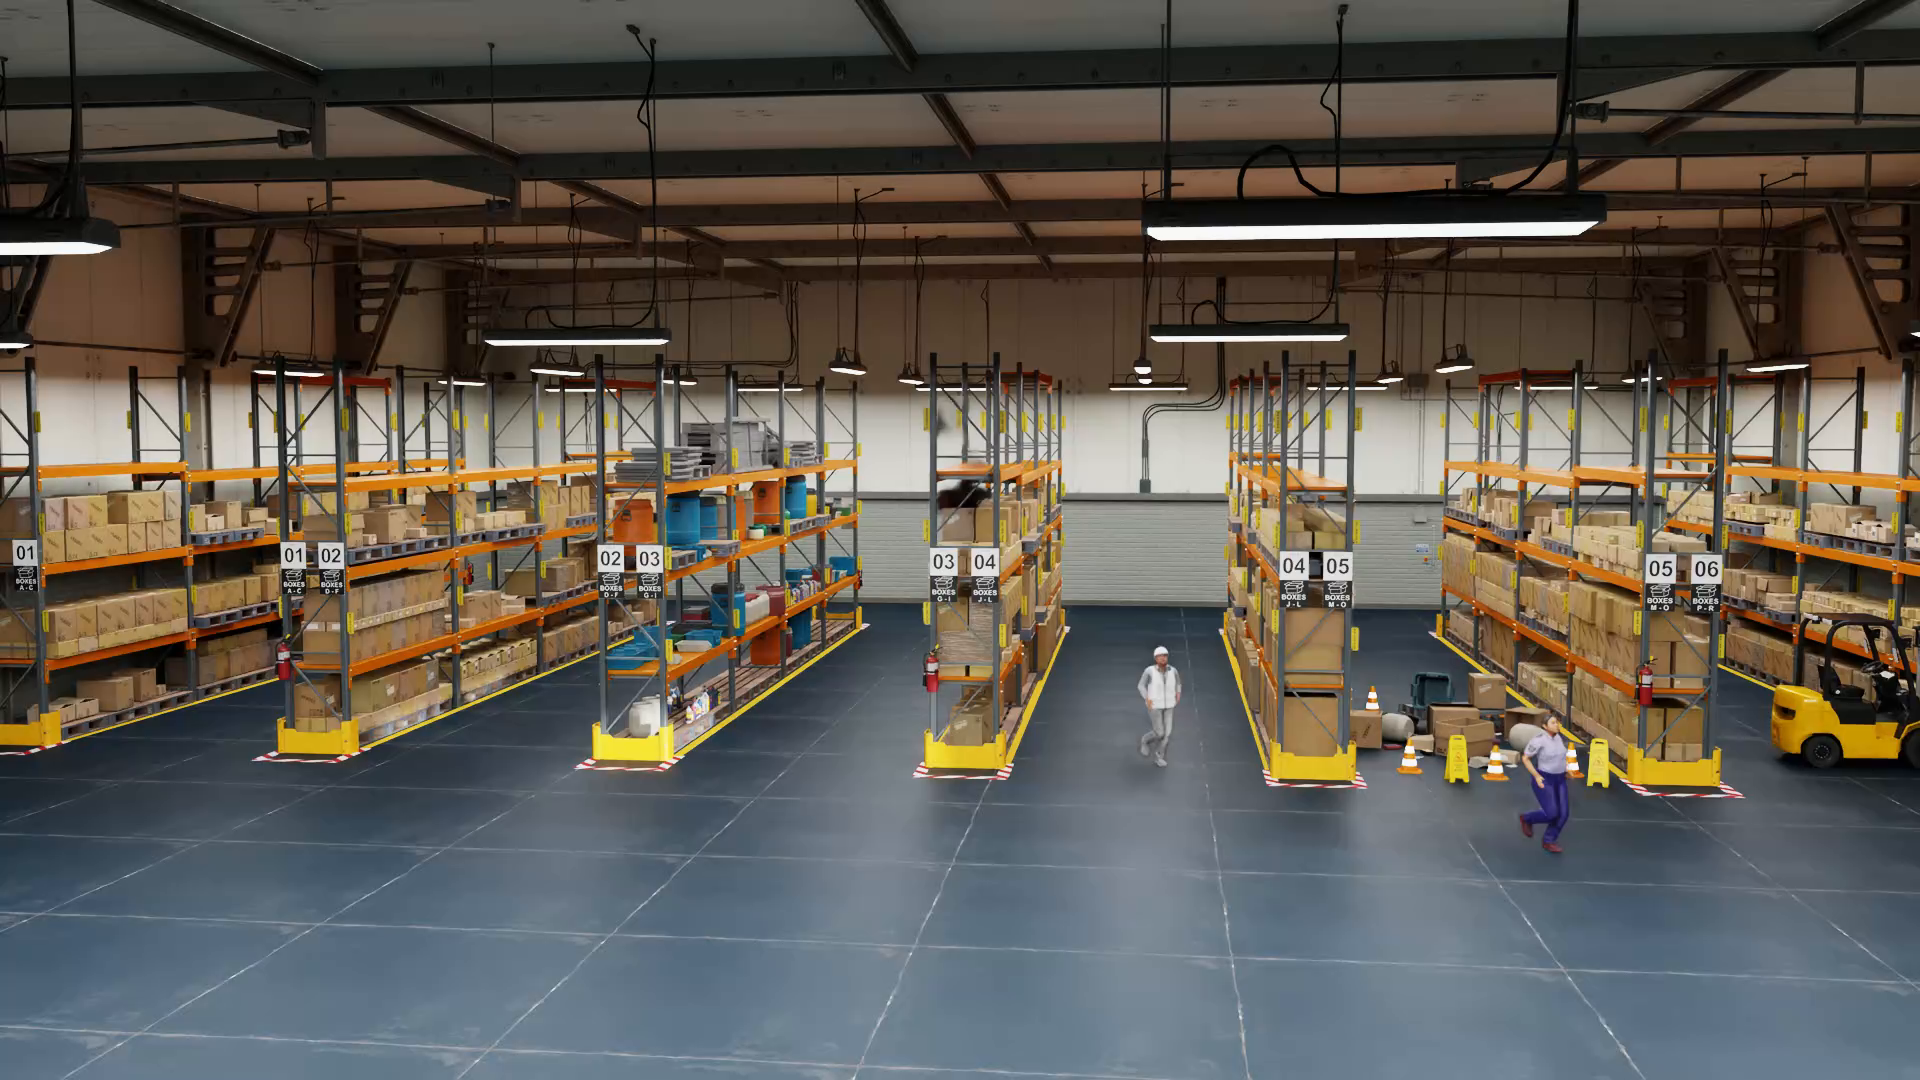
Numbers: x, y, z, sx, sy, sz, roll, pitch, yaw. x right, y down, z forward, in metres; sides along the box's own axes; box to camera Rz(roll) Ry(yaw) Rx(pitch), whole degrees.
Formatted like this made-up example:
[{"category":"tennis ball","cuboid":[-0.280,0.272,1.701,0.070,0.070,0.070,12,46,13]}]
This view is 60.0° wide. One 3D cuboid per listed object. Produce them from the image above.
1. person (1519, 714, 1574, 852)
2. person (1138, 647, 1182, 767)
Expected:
[{"category":"person","cuboid":[6.880,2.833,19.491,0.620,1.604,0.559,-2,5,-28]},{"category":"person","cuboid":[2.949,2.424,24.309,0.656,1.745,0.626,-1,4,-15]}]
